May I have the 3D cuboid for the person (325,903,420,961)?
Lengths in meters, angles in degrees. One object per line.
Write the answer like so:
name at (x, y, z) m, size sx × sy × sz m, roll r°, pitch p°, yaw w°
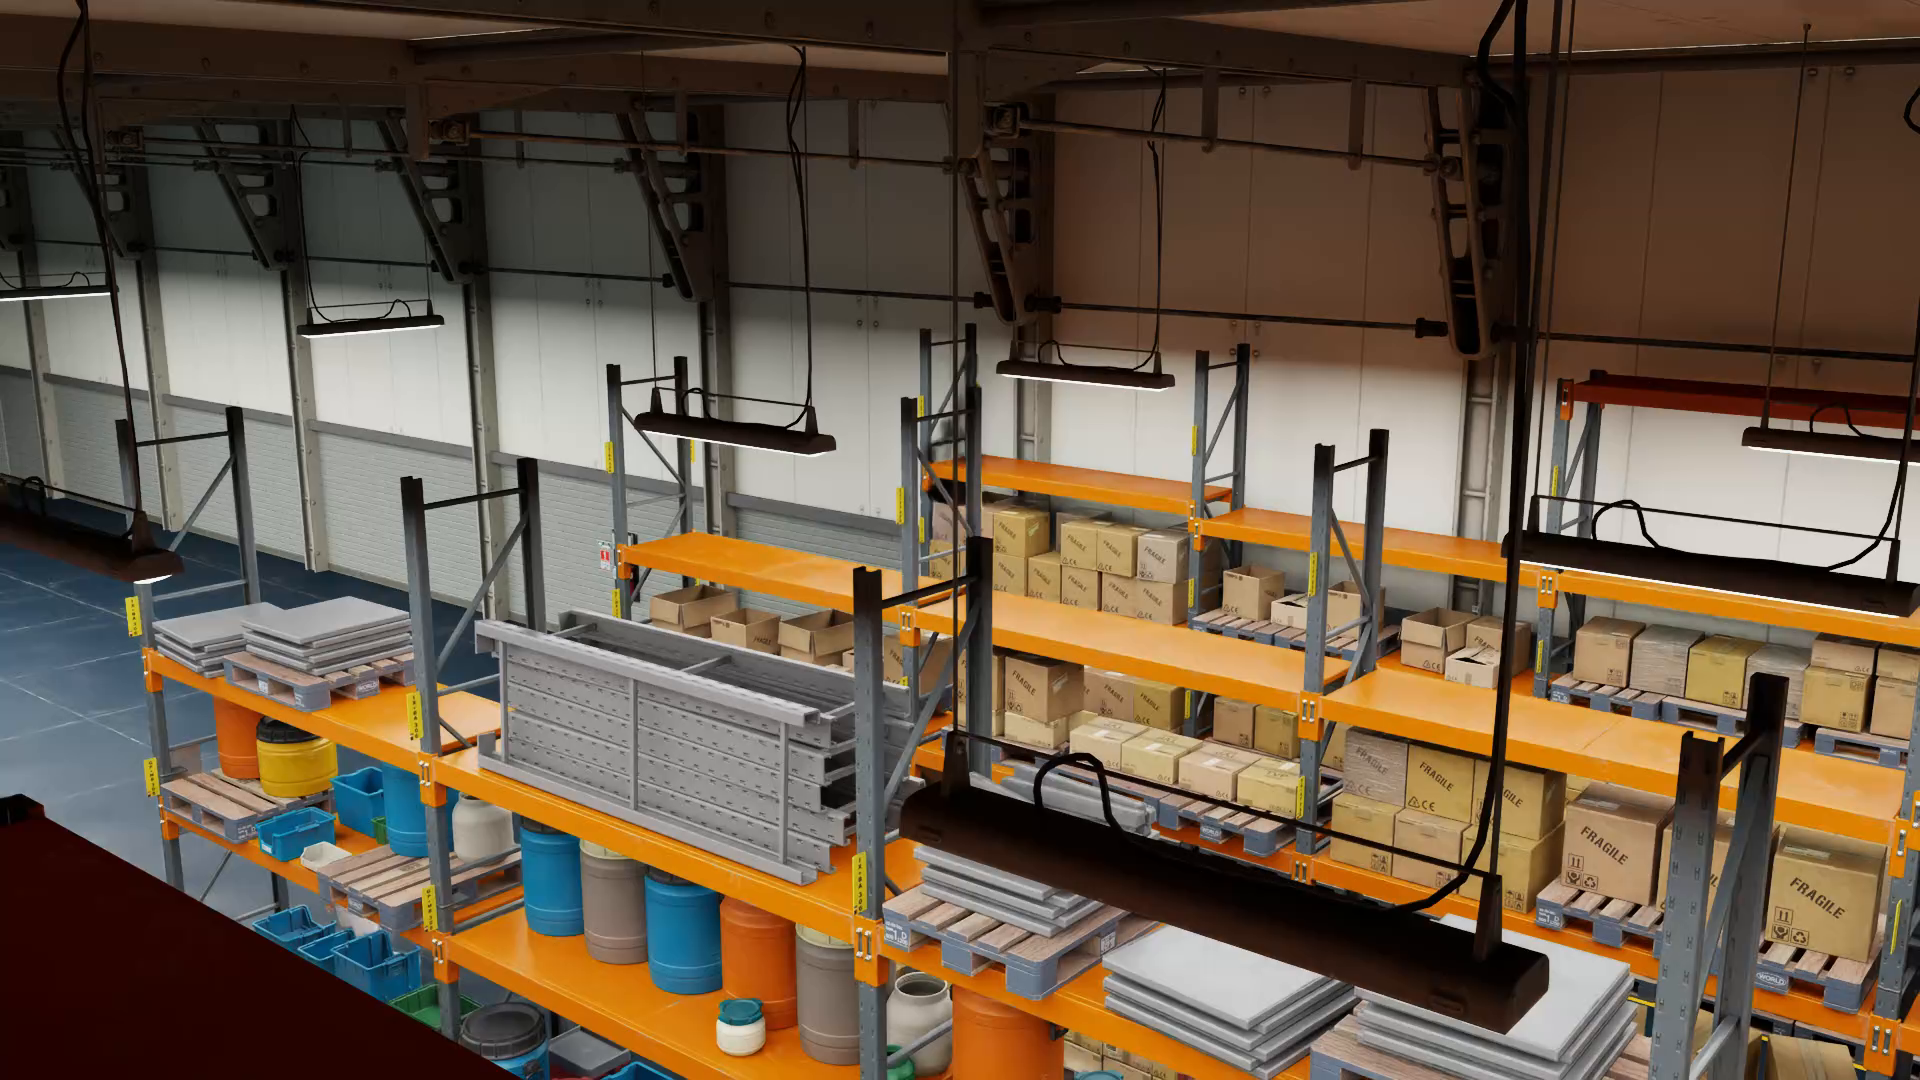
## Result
person at (-5.787, 3.723, 16.176) m, size 0.959 × 1.657 × 0.722 m, roll 0°, pitch 13°, yaw 2°
